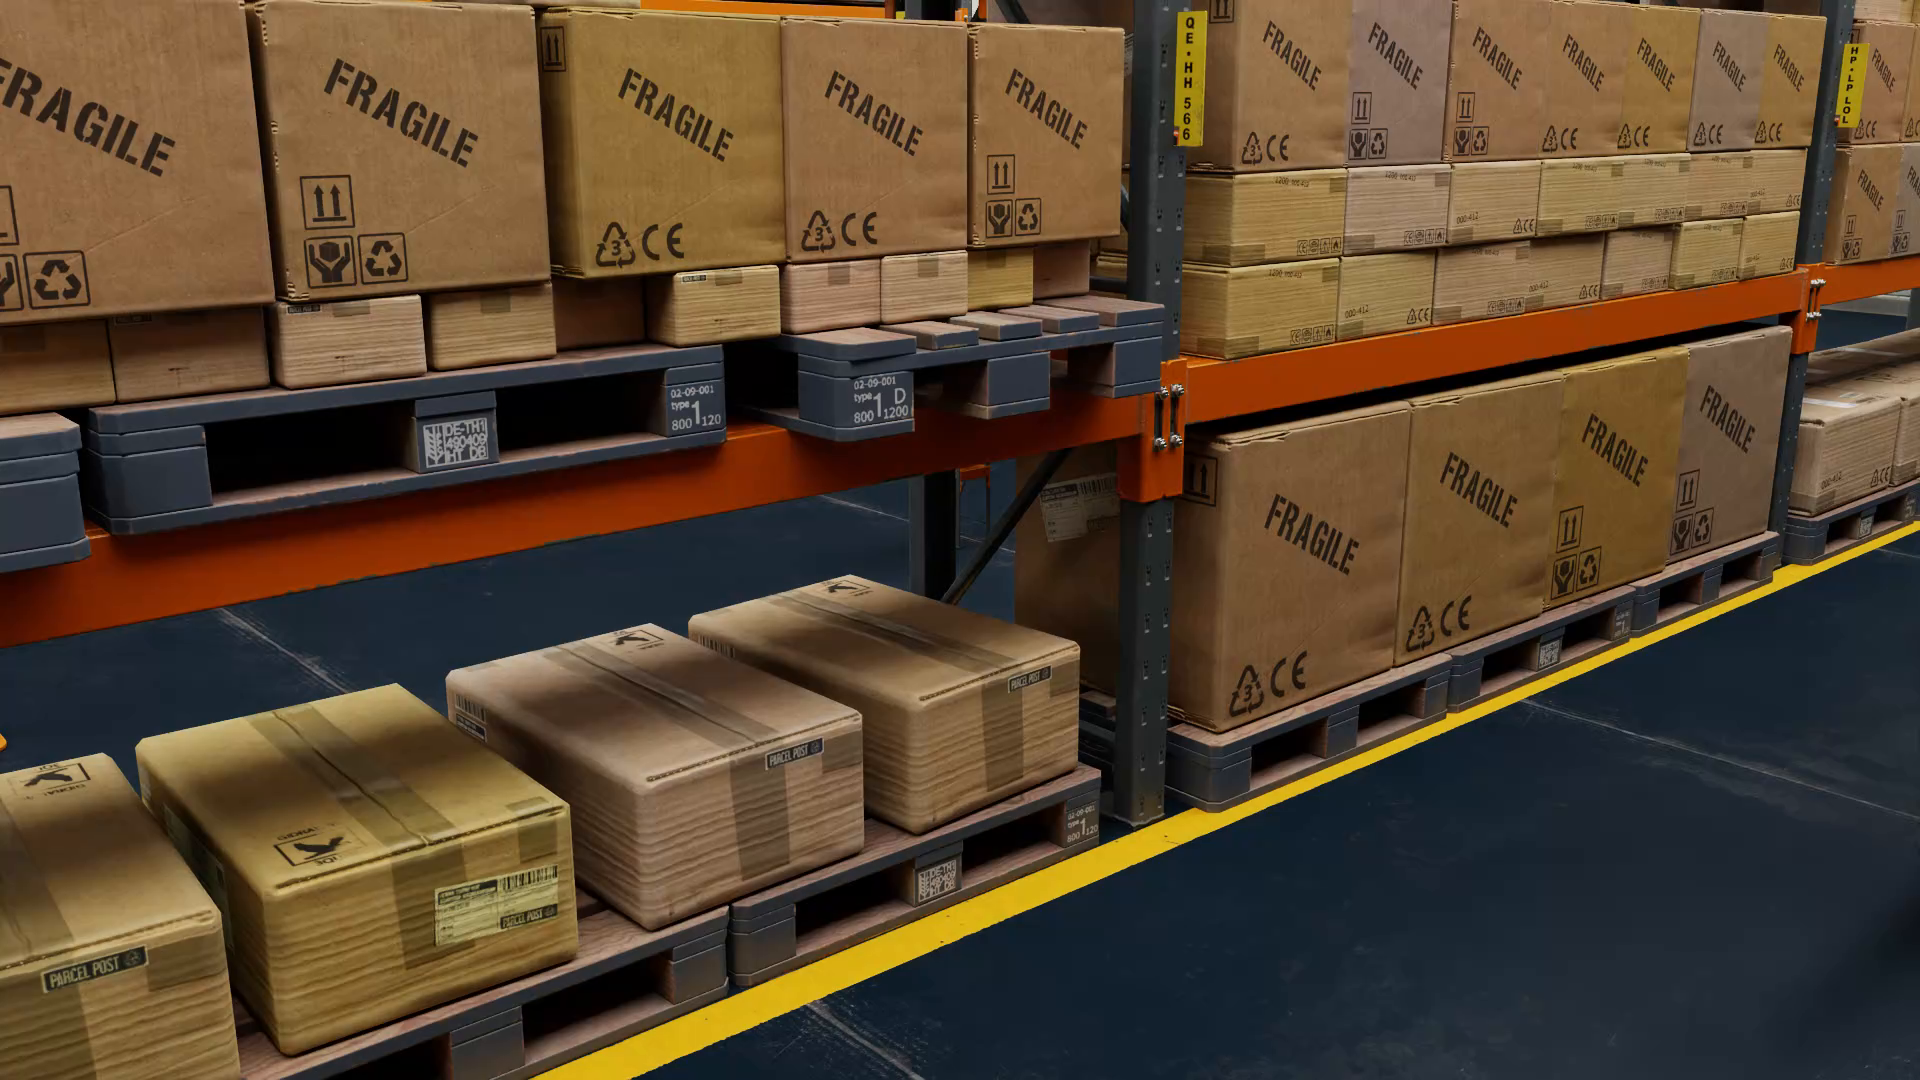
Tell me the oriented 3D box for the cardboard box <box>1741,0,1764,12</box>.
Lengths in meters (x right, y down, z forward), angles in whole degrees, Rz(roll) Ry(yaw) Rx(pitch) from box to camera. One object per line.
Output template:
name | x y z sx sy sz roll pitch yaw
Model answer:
cardboard box | 3.522 -2.397 7.525 0.250 0.149 0.380 -12 19 -38

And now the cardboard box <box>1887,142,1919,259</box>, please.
cardboard box | 4.136 -1.576 7.645 0.500 0.500 0.500 -12 19 -39

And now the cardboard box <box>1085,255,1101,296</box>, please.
cardboard box | 0.422 -0.801 5.227 0.500 0.250 0.500 -14 20 -41

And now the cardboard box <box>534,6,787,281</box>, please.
cardboard box | -0.712 -0.826 3.445 0.500 0.500 0.500 -14 21 -43

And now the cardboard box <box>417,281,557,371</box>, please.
cardboard box | -0.999 -0.440 3.257 0.250 0.149 0.380 -13 20 -41

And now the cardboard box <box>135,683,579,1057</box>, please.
cardboard box | -1.349 0.677 3.681 0.625 0.372 0.950 -12 19 -38

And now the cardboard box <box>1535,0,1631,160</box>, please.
cardboard box | 1.895 -1.560 5.647 0.500 0.500 0.500 -12 19 -38

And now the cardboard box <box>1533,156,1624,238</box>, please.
cardboard box | 1.921 -1.197 5.740 0.500 0.250 0.500 -12 19 -38

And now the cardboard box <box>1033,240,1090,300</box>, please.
cardboard box | 0.118 -0.718 4.297 0.250 0.149 0.380 -12 19 -37

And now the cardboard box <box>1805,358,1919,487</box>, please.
cardboard box | 4.447 -0.617 8.400 0.875 0.438 0.875 -13 20 -41

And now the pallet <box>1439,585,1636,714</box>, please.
pallet | 1.775 0.285 6.273 1.213 0.211 1.003 -13 19 -39

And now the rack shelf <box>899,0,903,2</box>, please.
rack shelf | 1.411 -3.802 11.753 4.000 0.370 1.077 -13 19 -39

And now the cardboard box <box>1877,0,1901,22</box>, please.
cardboard box | 3.820 -2.309 7.195 0.250 0.149 0.380 -12 19 -39

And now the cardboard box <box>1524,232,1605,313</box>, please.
cardboard box | 1.891 -0.961 5.827 0.500 0.250 0.500 -13 19 -39

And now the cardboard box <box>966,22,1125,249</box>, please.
cardboard box | 0.050 -1.001 4.102 0.500 0.500 0.500 -13 20 -41

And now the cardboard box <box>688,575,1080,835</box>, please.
cardboard box | -0.222 0.423 4.632 0.625 0.372 0.950 -14 21 -43

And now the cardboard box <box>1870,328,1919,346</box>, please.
cardboard box | 5.814 -0.926 9.557 0.875 0.438 0.875 -14 20 -41

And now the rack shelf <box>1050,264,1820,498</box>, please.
rack shelf | 1.720 -0.729 6.059 4.000 0.370 1.077 -13 19 -39

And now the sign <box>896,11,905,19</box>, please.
sign | -0.156 -1.404 4.951 0.005 0.325 0.100 -13 19 -39

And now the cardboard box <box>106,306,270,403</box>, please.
cardboard box | -1.415 -0.354 2.935 0.250 0.149 0.380 -12 19 -39

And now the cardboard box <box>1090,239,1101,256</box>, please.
cardboard box | 0.409 -1.038 5.145 0.500 0.250 0.500 -13 20 -40

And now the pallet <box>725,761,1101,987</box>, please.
pallet | -0.380 0.742 4.563 1.213 0.211 1.003 -13 19 -39

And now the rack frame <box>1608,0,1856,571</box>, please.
rack frame | 3.228 -1.415 7.235 0.127 3.000 1.000 -13 19 -39

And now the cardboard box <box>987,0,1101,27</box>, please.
cardboard box | 0.429 -1.407 5.075 0.500 0.500 0.500 -13 20 -41

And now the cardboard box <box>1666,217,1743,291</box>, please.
cardboard box | 2.670 -1.131 6.464 0.500 0.250 0.500 -13 20 -40

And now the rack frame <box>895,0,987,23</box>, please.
rack frame | -0.097 -2.362 10.779 0.127 3.000 1.000 -13 19 -39

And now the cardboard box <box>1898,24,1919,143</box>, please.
cardboard box | 4.132 -2.064 7.534 0.500 0.500 0.500 -13 20 -40

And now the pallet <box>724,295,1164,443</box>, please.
pallet | -0.257 -0.503 4.193 1.003 0.211 1.213 -13 19 -39

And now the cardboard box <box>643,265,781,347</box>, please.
cardboard box | -0.591 -0.516 3.543 0.250 0.149 0.380 -12 19 -38

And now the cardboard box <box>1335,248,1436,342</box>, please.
cardboard box | 1.121 -0.789 5.183 0.500 0.250 0.500 -13 20 -41

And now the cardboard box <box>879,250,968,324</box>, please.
cardboard box | -0.197 -0.607 3.882 0.250 0.149 0.380 -13 20 -40

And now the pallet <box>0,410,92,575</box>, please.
pallet | -2.135 -0.068 2.565 1.213 0.211 1.003 -13 19 -39

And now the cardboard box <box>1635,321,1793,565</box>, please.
cardboard box | 2.813 -0.471 7.003 0.875 0.875 0.875 -12 19 -38

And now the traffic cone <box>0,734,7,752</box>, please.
traffic cone | -3.228 0.439 5.208 0.334 0.463 0.336 -13 19 -39

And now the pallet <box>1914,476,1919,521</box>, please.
pallet | 4.774 -0.389 8.798 1.213 0.211 1.003 -13 19 -39

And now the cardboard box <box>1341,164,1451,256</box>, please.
cardboard box | 1.146 -1.032 5.121 0.500 0.250 0.500 -12 19 -38

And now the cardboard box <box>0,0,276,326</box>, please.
cardboard box | -1.505 -0.644 2.766 0.500 0.500 0.500 -13 20 -40

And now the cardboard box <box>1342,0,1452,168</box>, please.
cardboard box | 1.111 -1.391 5.012 0.500 0.500 0.500 -13 19 -39

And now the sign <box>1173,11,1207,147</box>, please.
sign | 0.574 -1.154 4.169 0.005 0.325 0.100 -13 19 -39

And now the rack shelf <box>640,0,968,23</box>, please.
rack shelf | -1.768 -4.785 15.432 4.000 0.370 1.077 -13 19 -39

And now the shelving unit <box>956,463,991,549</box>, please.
shelving unit | -0.011 -0.577 7.586 0.189 1.200 0.258 -13 19 -39

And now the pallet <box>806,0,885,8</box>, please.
pallet | -0.812 -5.301 16.141 1.213 0.211 1.003 -13 19 -39

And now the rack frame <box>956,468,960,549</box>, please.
rack frame | -0.080 -0.562 7.528 0.006 1.200 0.240 -13 19 -39

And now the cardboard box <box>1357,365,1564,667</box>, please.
cardboard box | 1.462 -0.165 5.858 0.875 0.875 0.875 -12 19 -39

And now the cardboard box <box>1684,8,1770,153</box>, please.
cardboard box | 2.671 -1.733 6.293 0.500 0.500 0.500 -12 19 -38

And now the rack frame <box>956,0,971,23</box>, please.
rack frame | -0.259 -4.022 16.994 0.127 3.000 1.000 -13 19 -39

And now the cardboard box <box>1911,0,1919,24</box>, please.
cardboard box | 4.213 -2.391 7.500 0.250 0.149 0.380 -13 20 -40

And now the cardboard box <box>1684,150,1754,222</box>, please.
cardboard box | 2.683 -1.376 6.411 0.500 0.250 0.500 -12 19 -38
